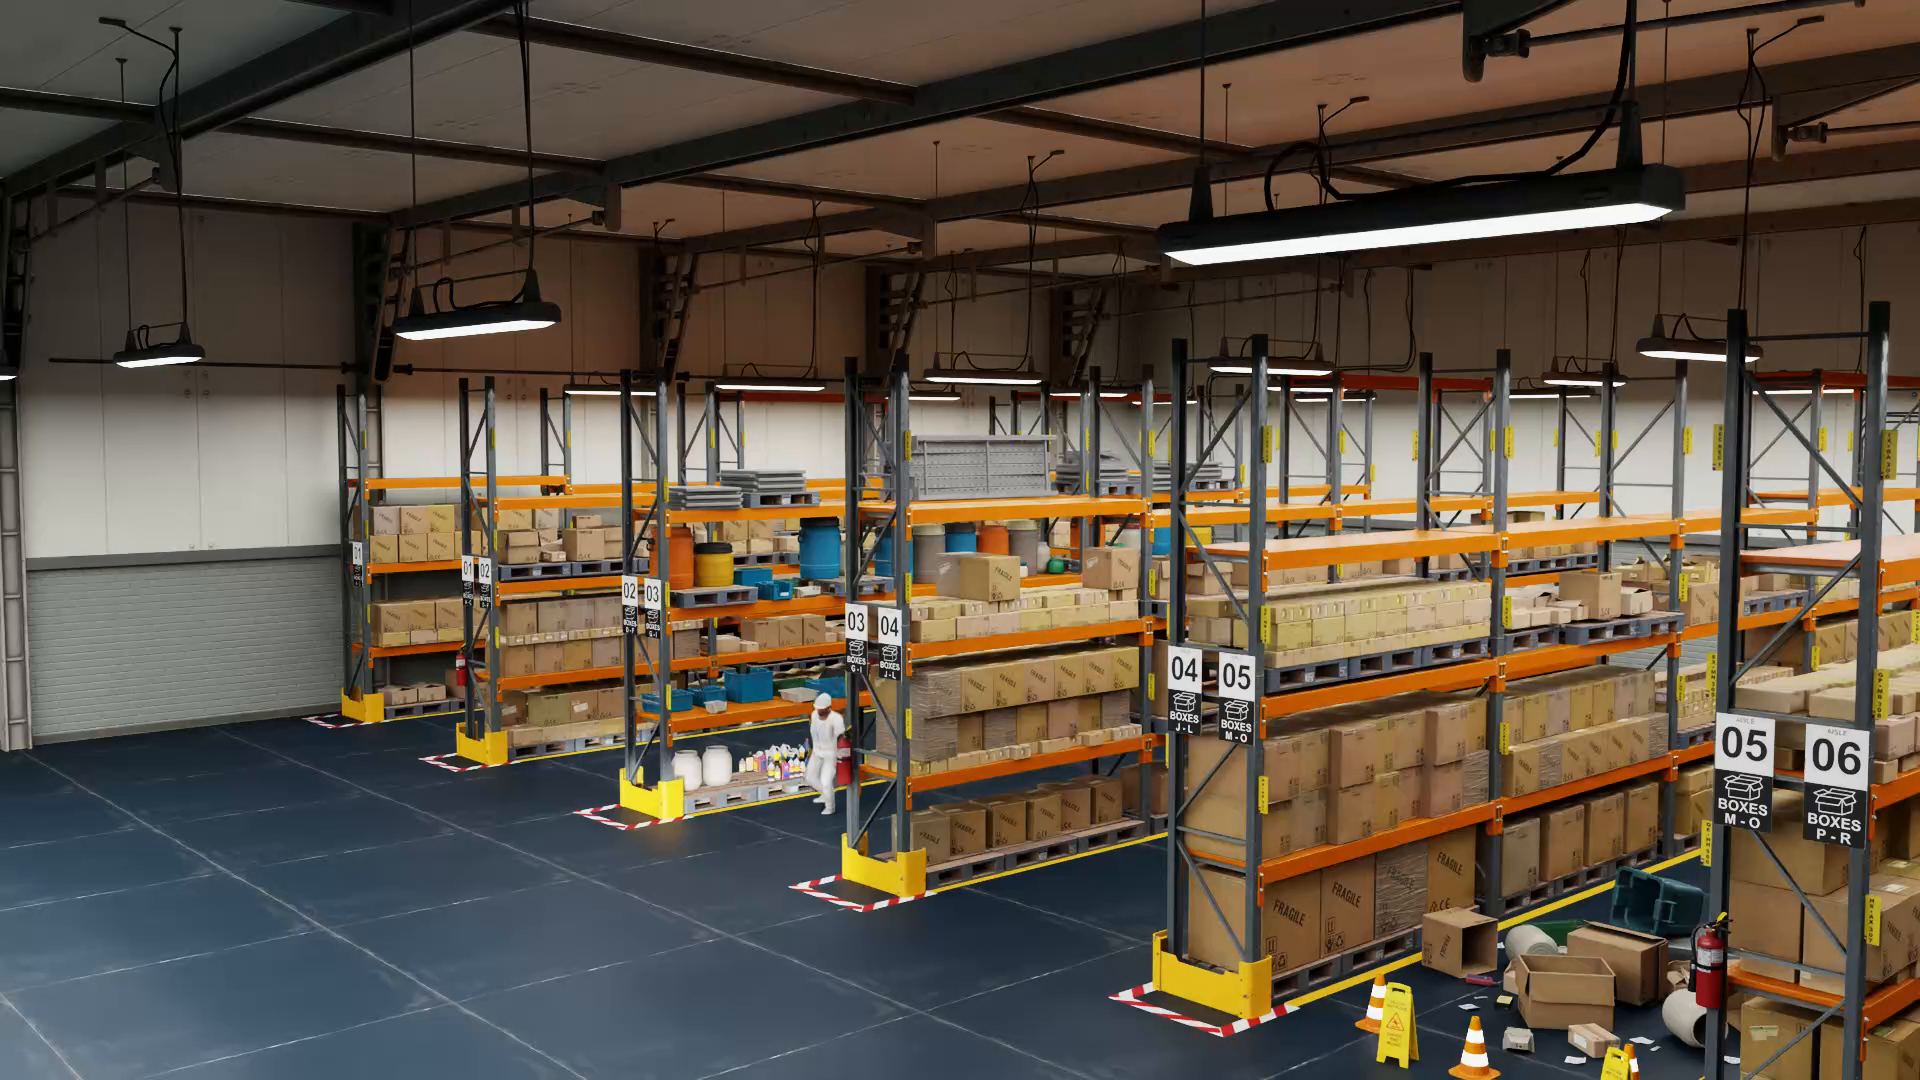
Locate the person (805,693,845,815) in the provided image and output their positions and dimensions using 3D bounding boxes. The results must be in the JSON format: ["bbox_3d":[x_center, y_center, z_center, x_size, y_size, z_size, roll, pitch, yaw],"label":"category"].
[{"bbox_3d":[-1.779,2.848,22.270,0.808,1.681,0.695,3,5,39],"label":"person"}]

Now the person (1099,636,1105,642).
[{"bbox_3d":[2.651,2.376,30.644,0.706,1.526,0.545,-2,4,-24],"label":"person"}]
